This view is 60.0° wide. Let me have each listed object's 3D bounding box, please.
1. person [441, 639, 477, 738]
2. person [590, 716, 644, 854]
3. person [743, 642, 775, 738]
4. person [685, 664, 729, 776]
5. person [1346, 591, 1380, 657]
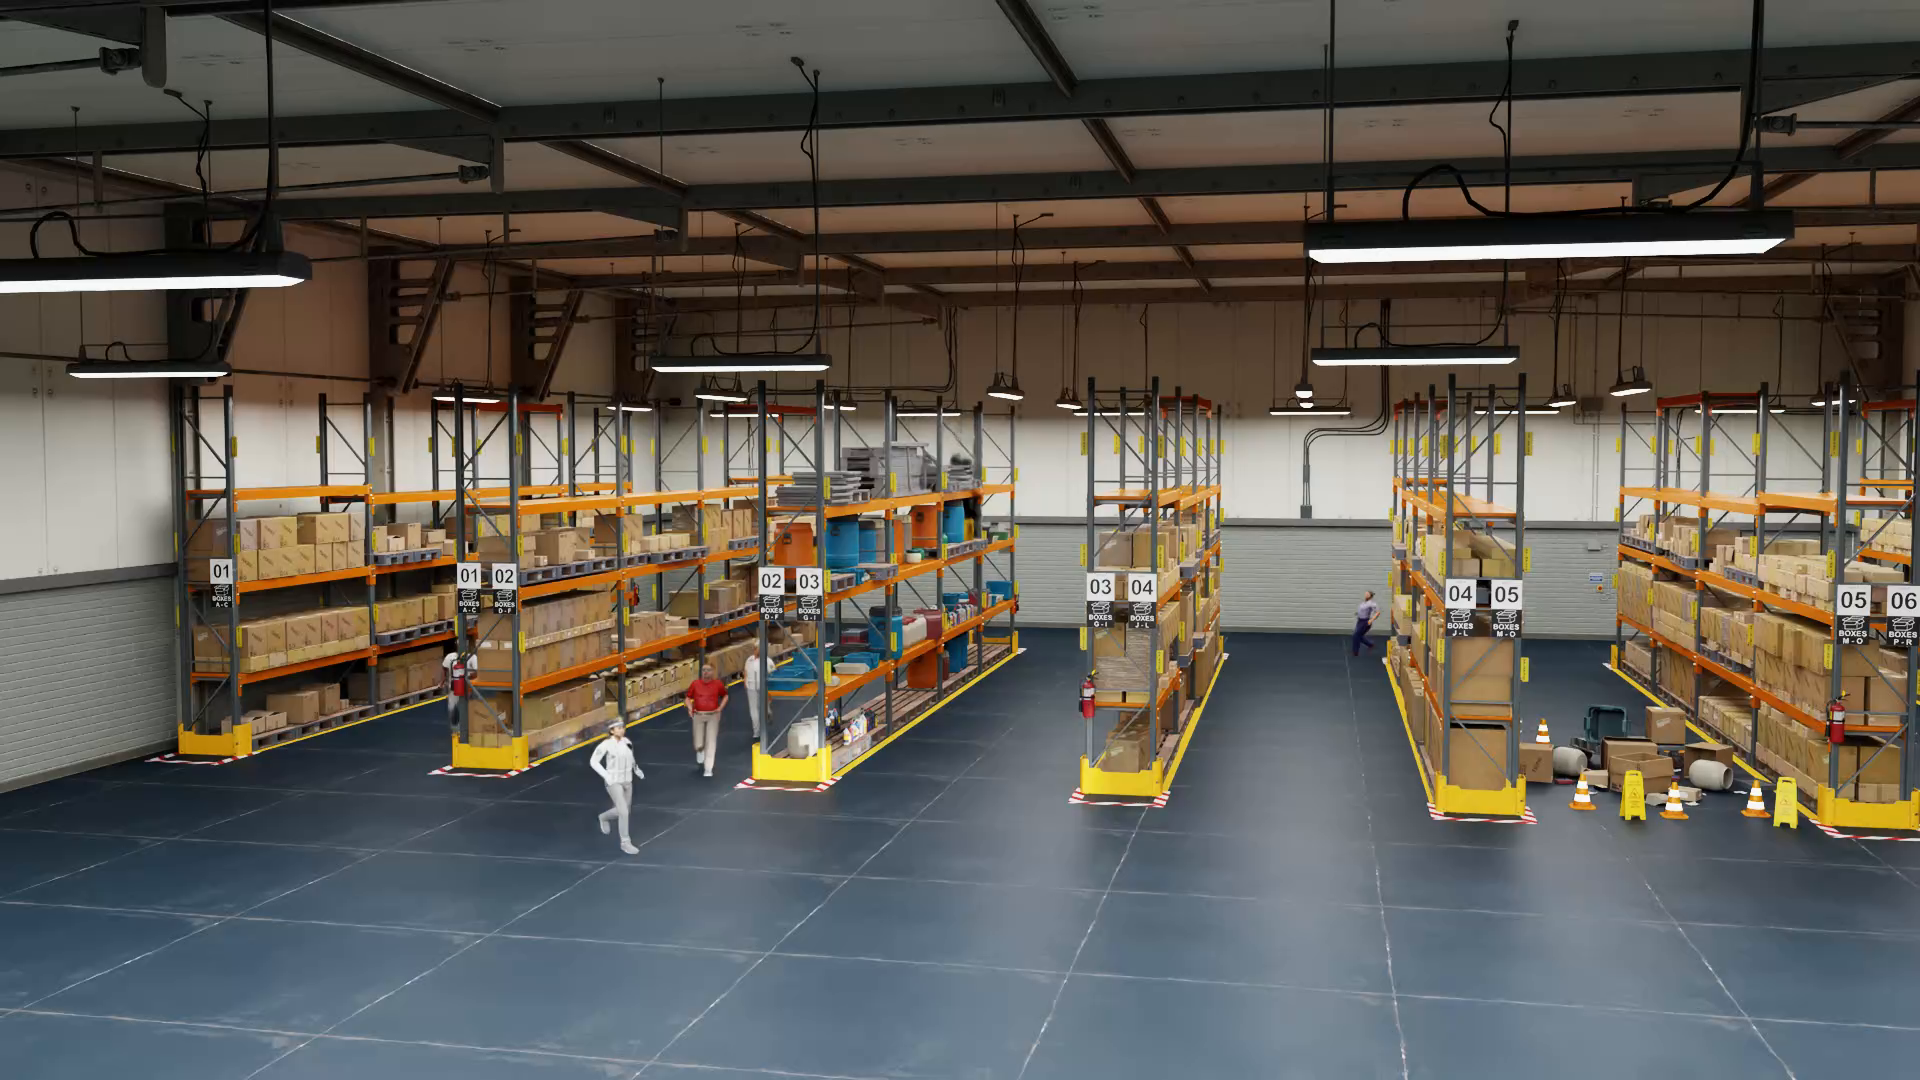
[{"bbox_3d":[-8.531,2.533,28.369,0.675,1.759,0.688,0,3,-7],"label":"person"},{"bbox_3d":[-4.280,3.023,20.660,0.748,1.687,0.593,3,4,39],"label":"person"},{"bbox_3d":[-3.472,2.581,28.766,0.609,1.619,0.693,0,3,6],"label":"person"},{"bbox_3d":[-3.874,2.734,25.432,0.661,1.675,0.720,0,3,-6],"label":"person"},{"bbox_3d":[9.608,1.999,39.565,0.770,1.603,0.679,0,3,-8],"label":"person"}]
